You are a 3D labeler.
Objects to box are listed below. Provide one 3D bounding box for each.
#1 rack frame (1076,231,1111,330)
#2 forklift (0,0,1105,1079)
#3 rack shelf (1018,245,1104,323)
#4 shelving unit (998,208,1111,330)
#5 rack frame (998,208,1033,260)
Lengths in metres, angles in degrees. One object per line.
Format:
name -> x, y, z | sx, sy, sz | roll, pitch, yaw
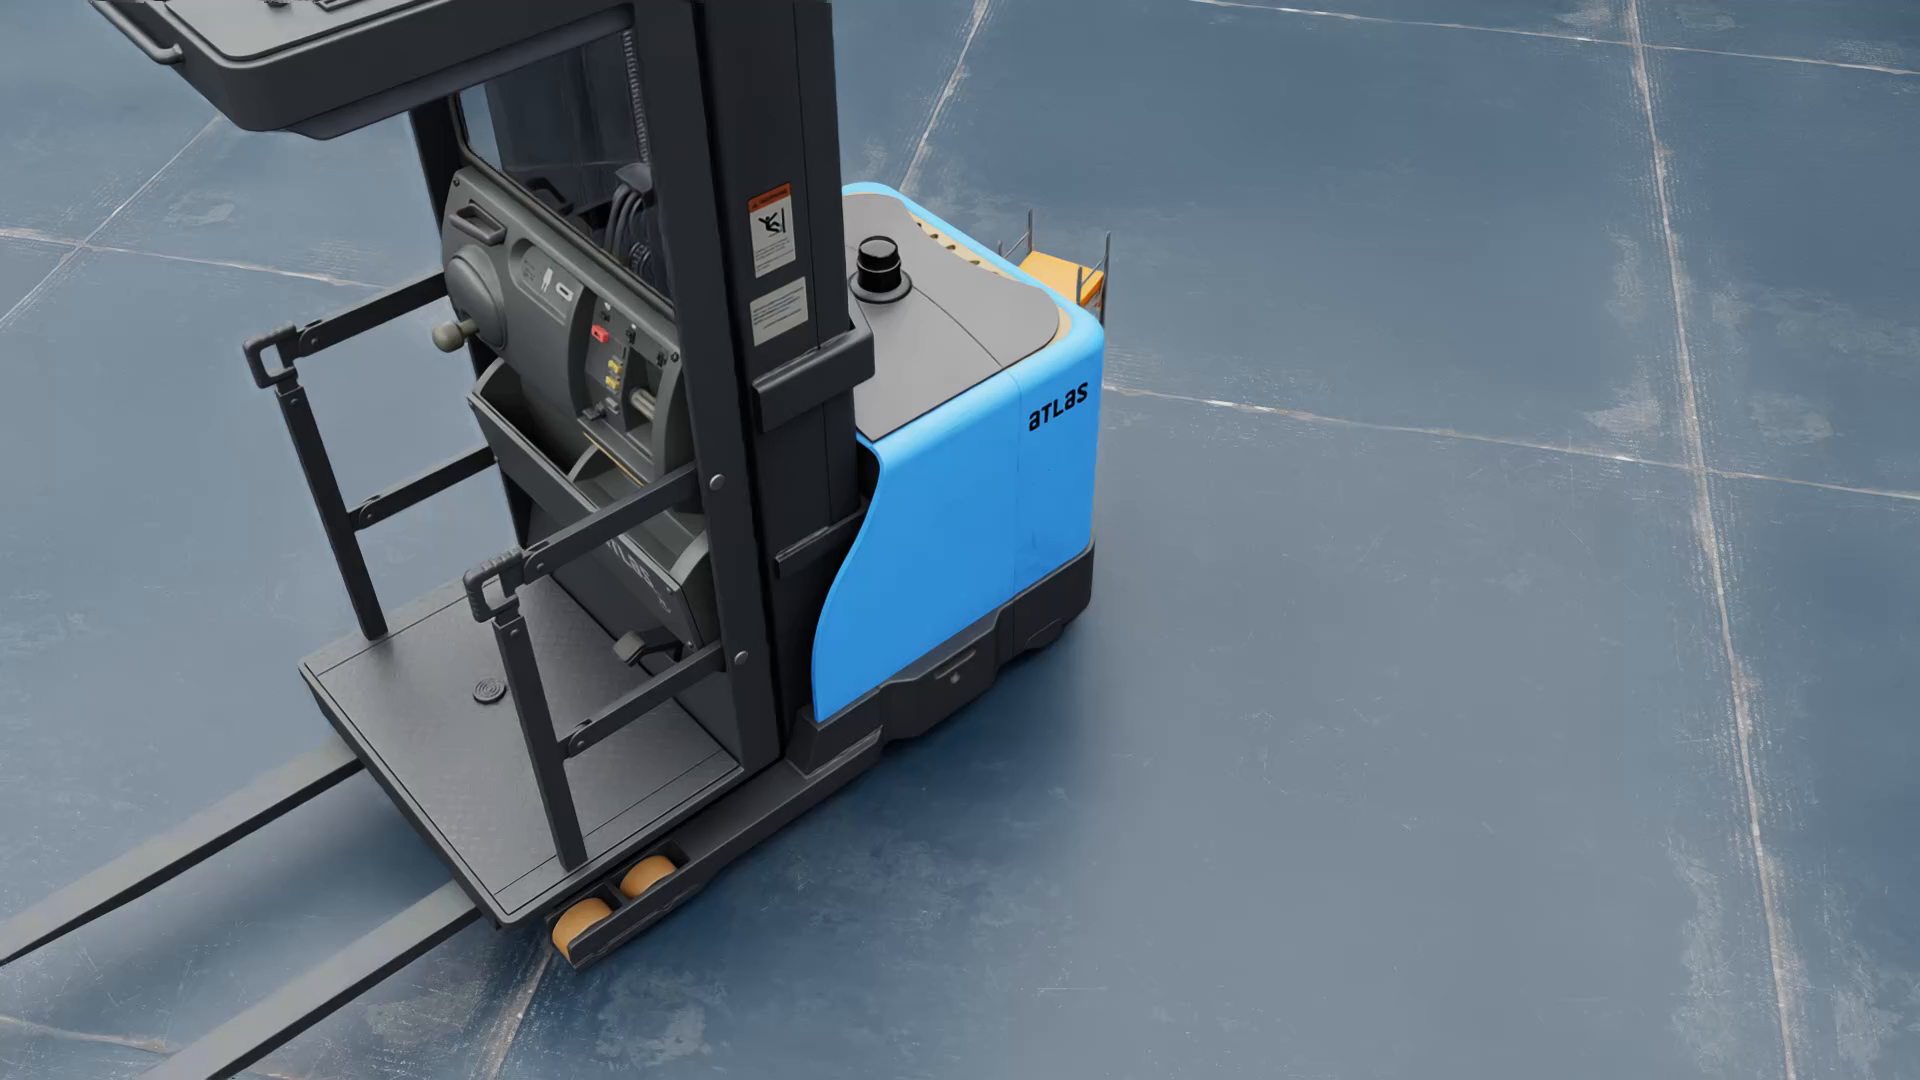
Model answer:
rack frame -> 0.370, -0.419, 4.928 | 0.008, 1.050, 0.200 | 21, 48, 20
forklift -> -1.045, -0.413, 3.565 | 3.031, 2.935, 1.130 | -32, 52, -29
rack shelf -> 0.263, -0.657, 4.781 | 0.240, 0.259, 0.215 | 21, 48, 20
shelving unit -> 0.263, -0.460, 4.971 | 0.252, 1.050, 0.215 | 21, 48, 20
rack frame -> 0.157, -0.501, 5.013 | 0.008, 1.050, 0.200 | 21, 48, 20
